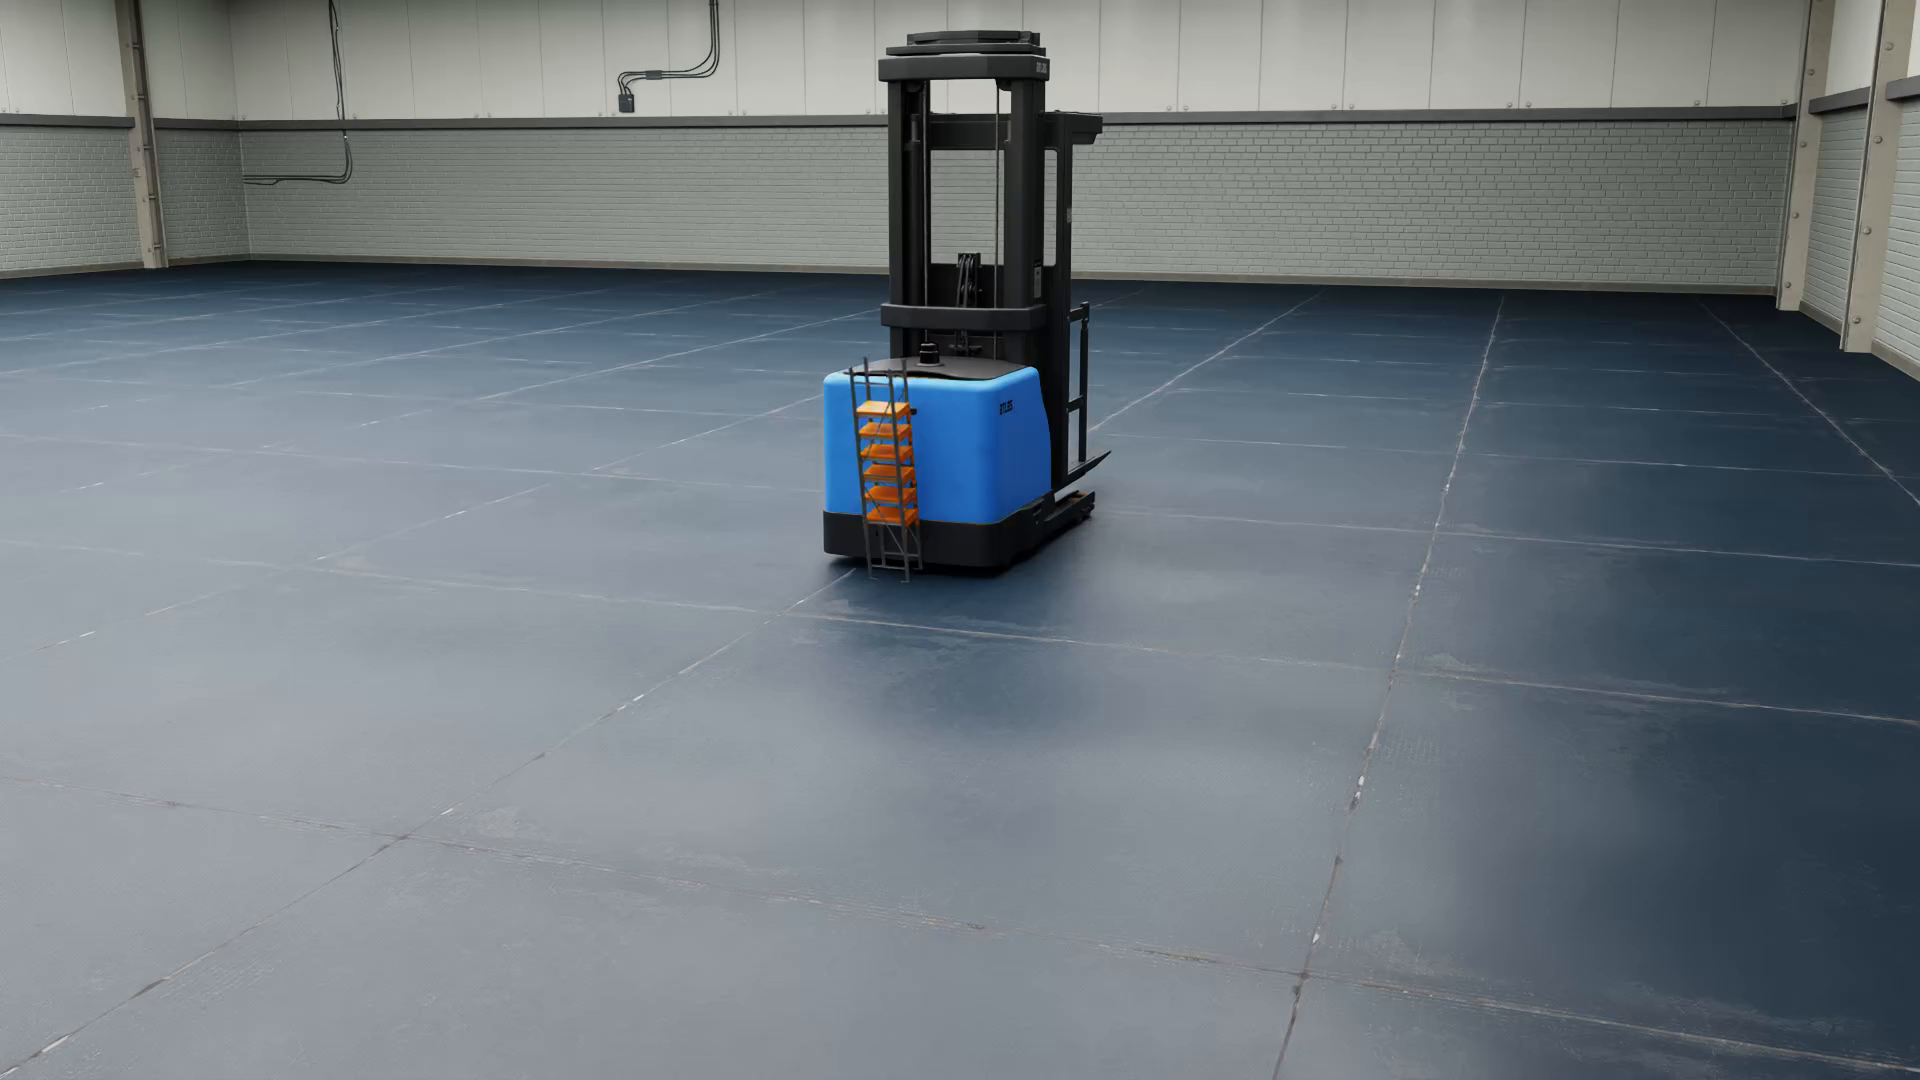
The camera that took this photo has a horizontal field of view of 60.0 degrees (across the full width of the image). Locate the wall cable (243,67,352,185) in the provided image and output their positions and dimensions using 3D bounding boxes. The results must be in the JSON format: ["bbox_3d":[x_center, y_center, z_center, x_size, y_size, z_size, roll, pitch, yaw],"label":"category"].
[{"bbox_3d":[-14.913,-9.199,37.046,3.097,2.526,0.112,4,14,18],"label":"wall cable"}]

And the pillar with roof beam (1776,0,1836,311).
[{"bbox_3d":[8.614,-8.230,25.821,9.100,9.000,0.400,4,14,18],"label":"pillar with roof beam"}]

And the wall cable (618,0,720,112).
[{"bbox_3d":[-5.936,-11.684,33.313,2.305,6.003,0.169,4,14,18],"label":"wall cable"}]

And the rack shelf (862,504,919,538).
[{"bbox_3d":[-0.370,-0.103,8.965,0.258,0.103,0.180,5,24,21],"label":"rack shelf"}]

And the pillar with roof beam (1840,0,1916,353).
[{"bbox_3d":[6.673,-6.966,20.286,9.100,9.000,0.400,4,14,18],"label":"pillar with roof beam"}]

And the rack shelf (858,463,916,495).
[{"bbox_3d":[-0.386,-0.324,8.873,0.258,0.103,0.180,5,24,21],"label":"rack shelf"}]

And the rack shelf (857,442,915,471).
[{"bbox_3d":[-0.394,-0.435,8.826,0.258,0.103,0.180,5,24,21],"label":"rack shelf"}]

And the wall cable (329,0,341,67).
[{"bbox_3d":[-12.353,-11.466,35.631,3.097,2.526,0.112,4,14,18],"label":"wall cable"}]

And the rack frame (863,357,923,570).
[{"bbox_3d":[-0.356,-0.400,8.934,0.240,1.200,0.006,5,24,21],"label":"rack frame"}]

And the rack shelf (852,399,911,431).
[{"bbox_3d":[-0.410,-0.656,8.734,0.258,0.103,0.180,5,24,21],"label":"rack shelf"}]

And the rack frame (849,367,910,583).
[{"bbox_3d":[-0.422,-0.330,8.777,0.240,1.200,0.006,5,24,21],"label":"rack frame"}]

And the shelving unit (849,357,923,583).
[{"bbox_3d":[-0.389,-0.365,8.855,0.258,1.200,0.189,5,24,21],"label":"shelving unit"}]

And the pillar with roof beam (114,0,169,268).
[{"bbox_3d":[-13.044,-9.878,33.042,9.100,9.000,0.400,4,14,18],"label":"pillar with roof beam"}]

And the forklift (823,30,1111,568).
[{"bbox_3d":[0.221,-1.560,10.237,1.130,2.935,3.031,5,14,20],"label":"forklift"}]

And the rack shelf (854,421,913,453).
[{"bbox_3d":[-0.402,-0.545,8.780,0.258,0.103,0.180,5,24,21],"label":"rack shelf"}]

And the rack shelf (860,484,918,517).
[{"bbox_3d":[-0.378,-0.214,8.919,0.258,0.103,0.180,5,24,21],"label":"rack shelf"}]
